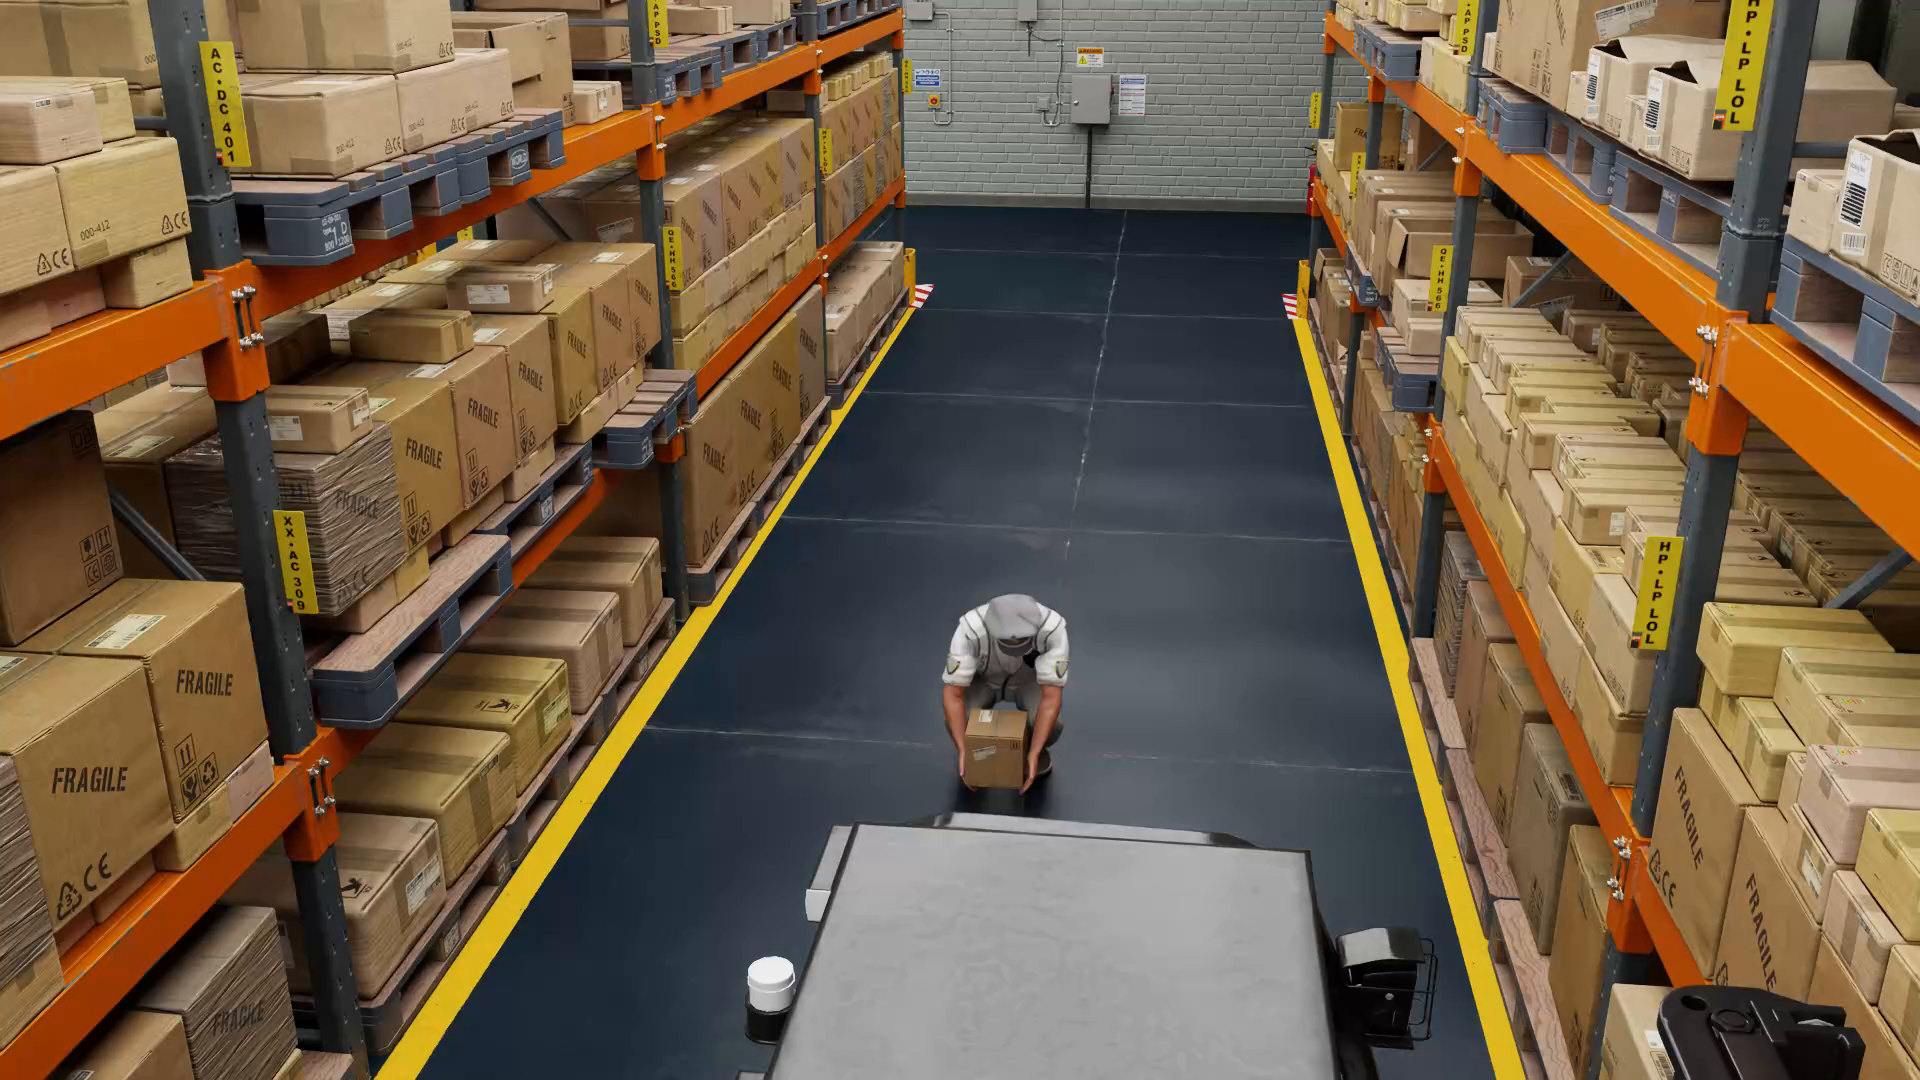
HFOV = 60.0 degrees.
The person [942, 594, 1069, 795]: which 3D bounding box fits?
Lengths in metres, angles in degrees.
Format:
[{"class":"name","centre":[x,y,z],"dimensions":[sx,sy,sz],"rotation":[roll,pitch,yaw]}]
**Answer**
[{"class":"person","centre":[0.214,0.620,7.513],"dimensions":[0.561,1.009,0.903],"rotation":[3,21,7]}]
